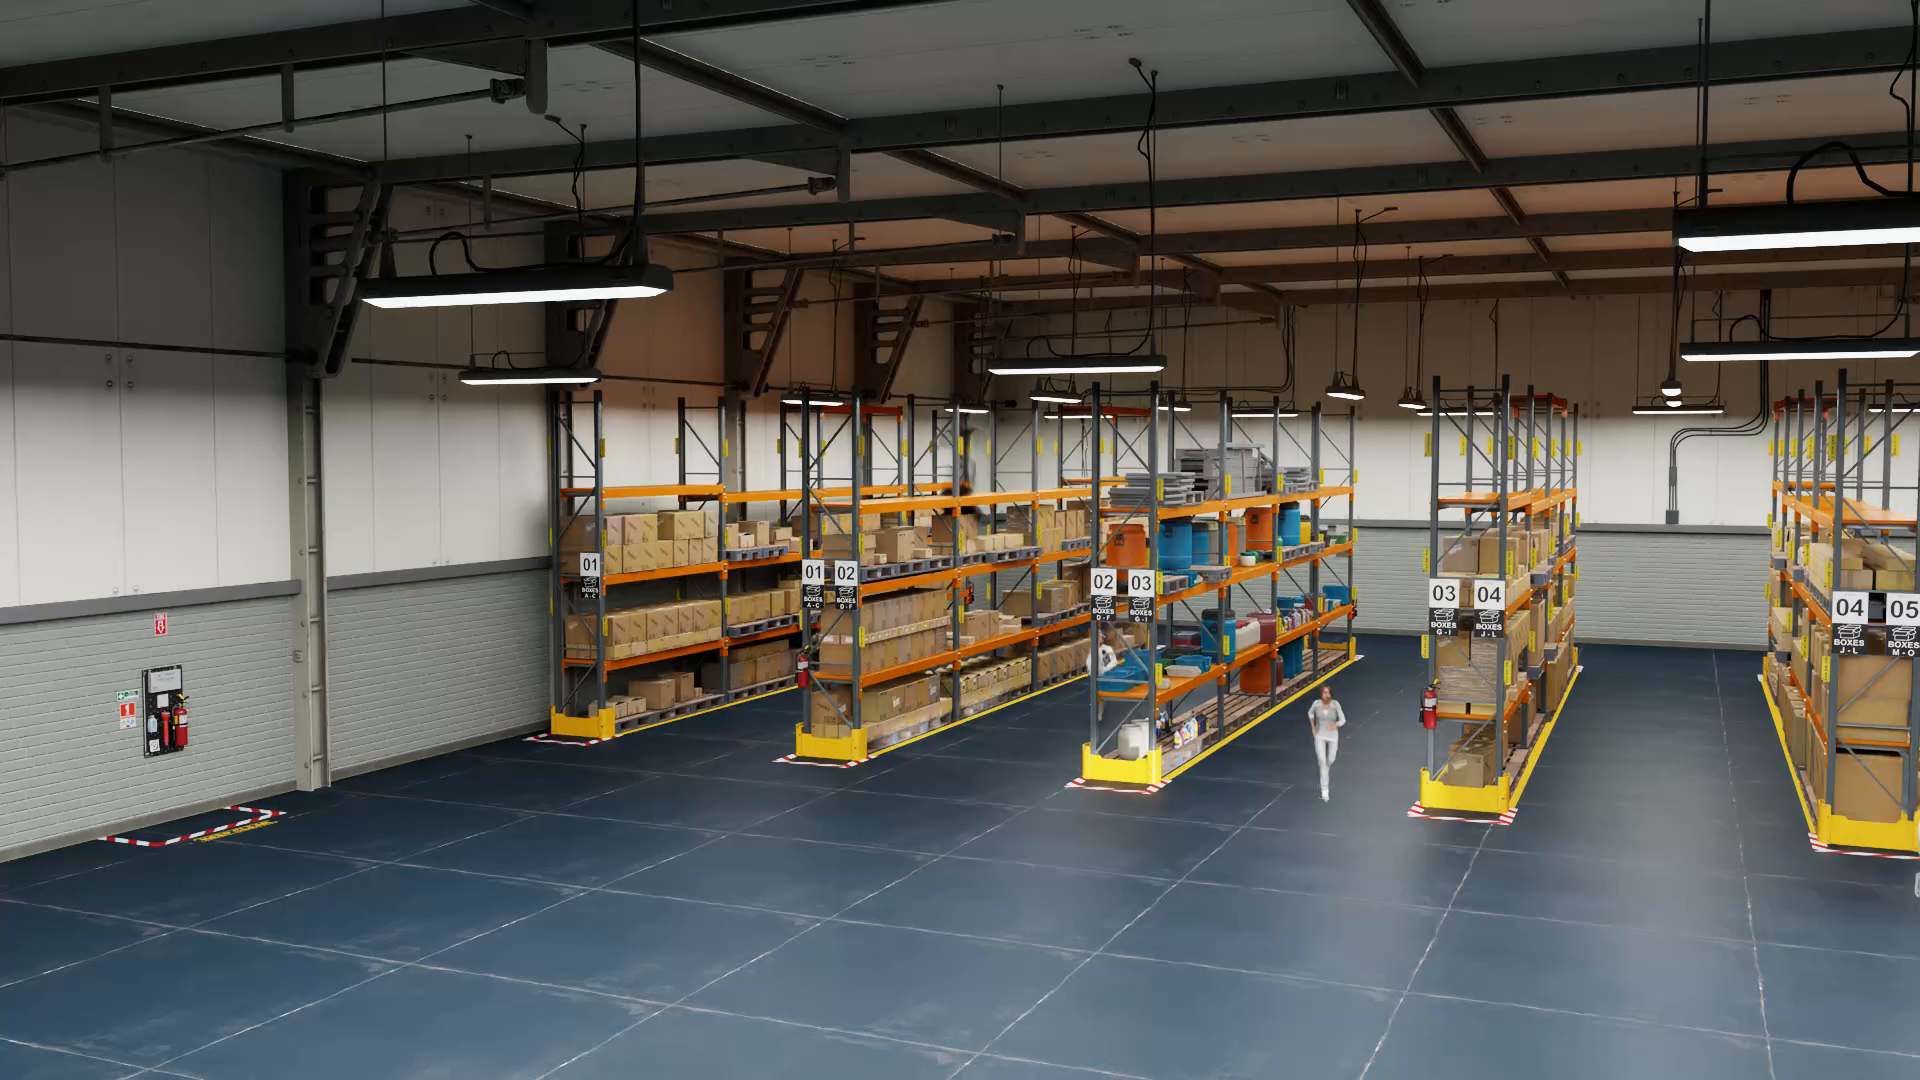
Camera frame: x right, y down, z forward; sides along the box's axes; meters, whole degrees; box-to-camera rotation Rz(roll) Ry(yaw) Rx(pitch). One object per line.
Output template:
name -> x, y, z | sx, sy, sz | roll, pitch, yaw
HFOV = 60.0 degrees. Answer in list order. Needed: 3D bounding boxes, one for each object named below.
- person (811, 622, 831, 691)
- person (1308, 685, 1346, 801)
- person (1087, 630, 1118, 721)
person -> -2.578, 2.382, 31.592 | 0.674, 1.709, 0.878 | 0, 3, 5
person -> 5.303, 2.890, 24.045 | 0.495, 1.616, 1.016 | 0, 3, 4
person -> 2.605, 2.488, 30.676 | 0.609, 1.667, 0.586 | 1, 3, 22
